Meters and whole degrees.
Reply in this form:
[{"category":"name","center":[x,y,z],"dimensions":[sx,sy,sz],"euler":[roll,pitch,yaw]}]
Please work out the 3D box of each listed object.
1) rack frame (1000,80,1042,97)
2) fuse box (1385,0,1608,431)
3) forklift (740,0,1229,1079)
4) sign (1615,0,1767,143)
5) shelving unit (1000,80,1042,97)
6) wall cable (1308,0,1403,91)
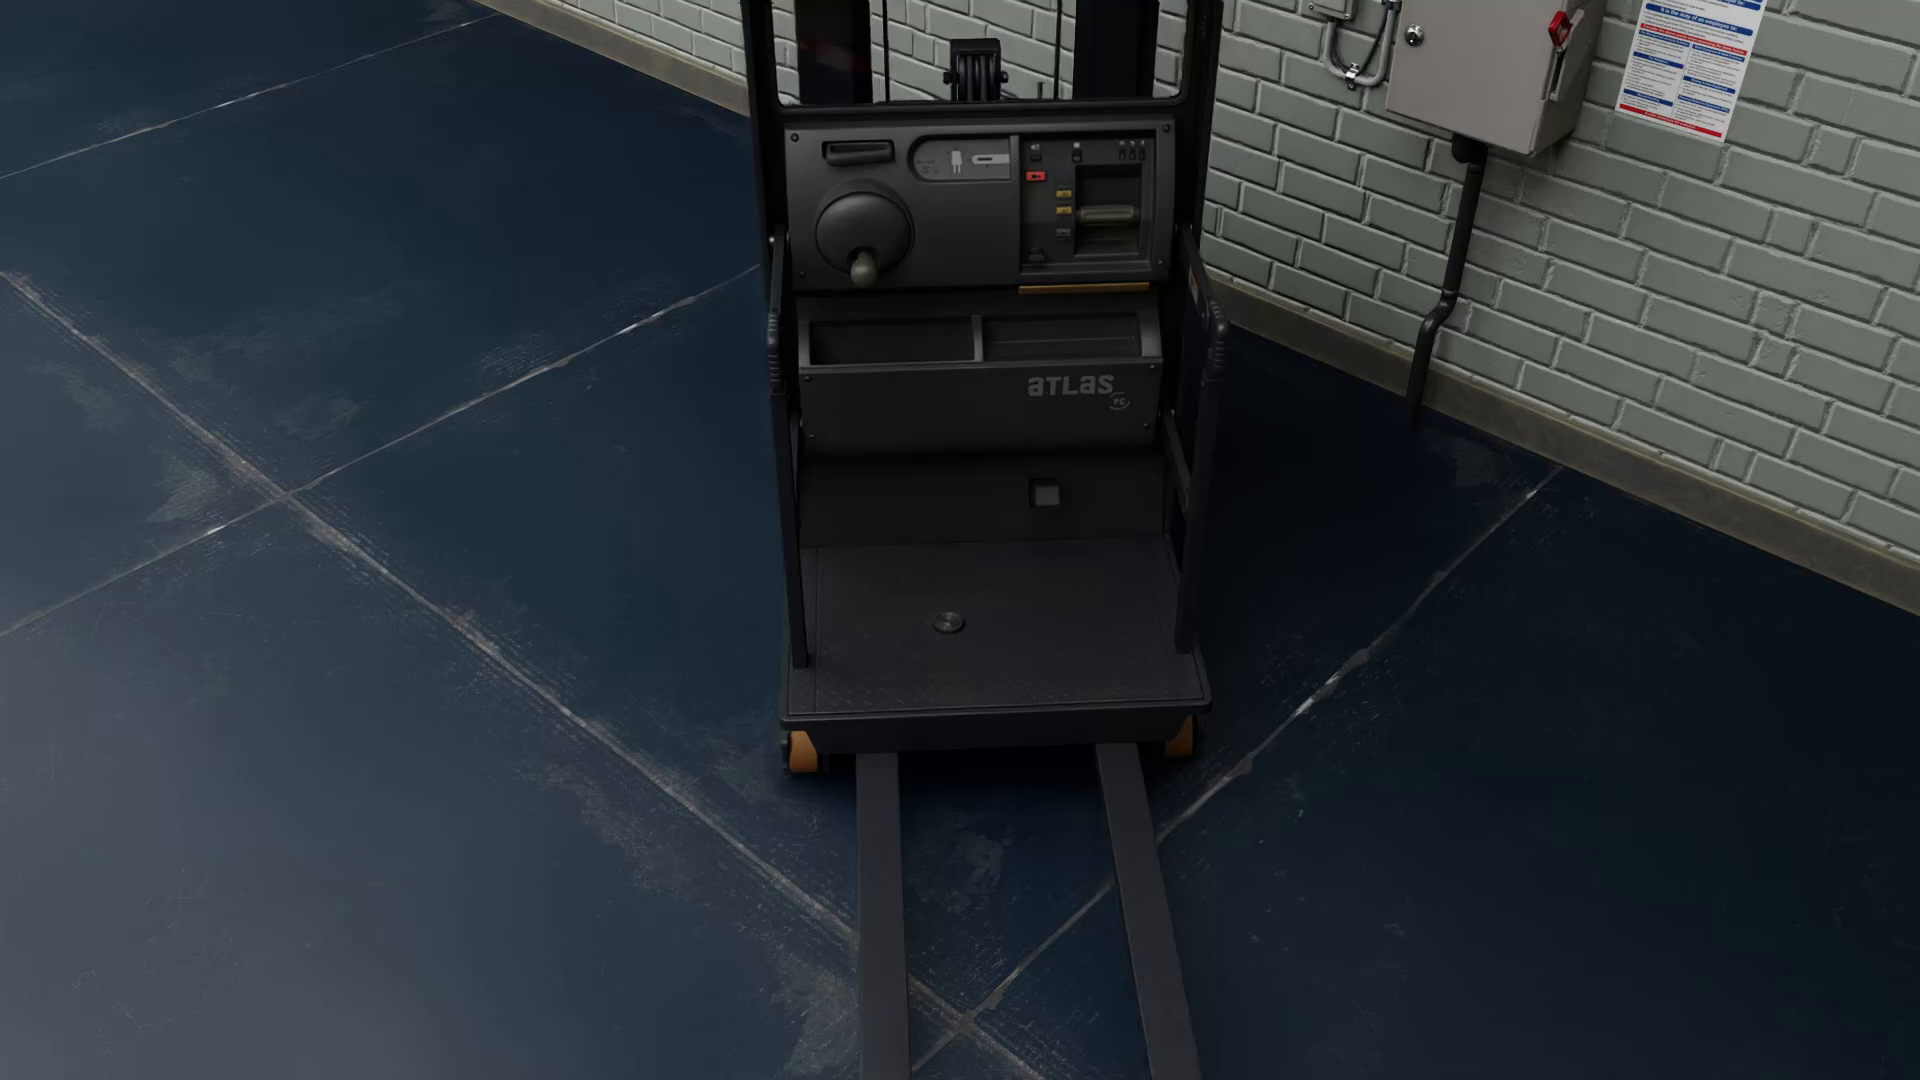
[{"category":"rack frame","center":[0.182,-1.119,5.813],"dimensions":[0.200,1.050,0.008],"euler":[17,42,21]},{"category":"fuse box","center":[1.549,-1.038,5.181],"dimensions":[0.539,1.711,0.414],"euler":[30,47,32]},{"category":"forklift","center":[0.066,-0.734,3.819],"dimensions":[1.130,2.935,3.031],"euler":[-2,39,-3]},{"category":"sign","center":[2.053,-1.393,4.668],"dimensions":[0.329,0.494,0.001],"euler":[30,47,32]},{"category":"shelving unit","center":[0.127,-1.052,5.728],"dimensions":[0.215,1.050,0.252],"euler":[17,42,21]},{"category":"wall cable","center":[1.151,-2.299,4.915],"dimensions":[0.588,1.984,0.122],"euler":[30,47,32]}]
